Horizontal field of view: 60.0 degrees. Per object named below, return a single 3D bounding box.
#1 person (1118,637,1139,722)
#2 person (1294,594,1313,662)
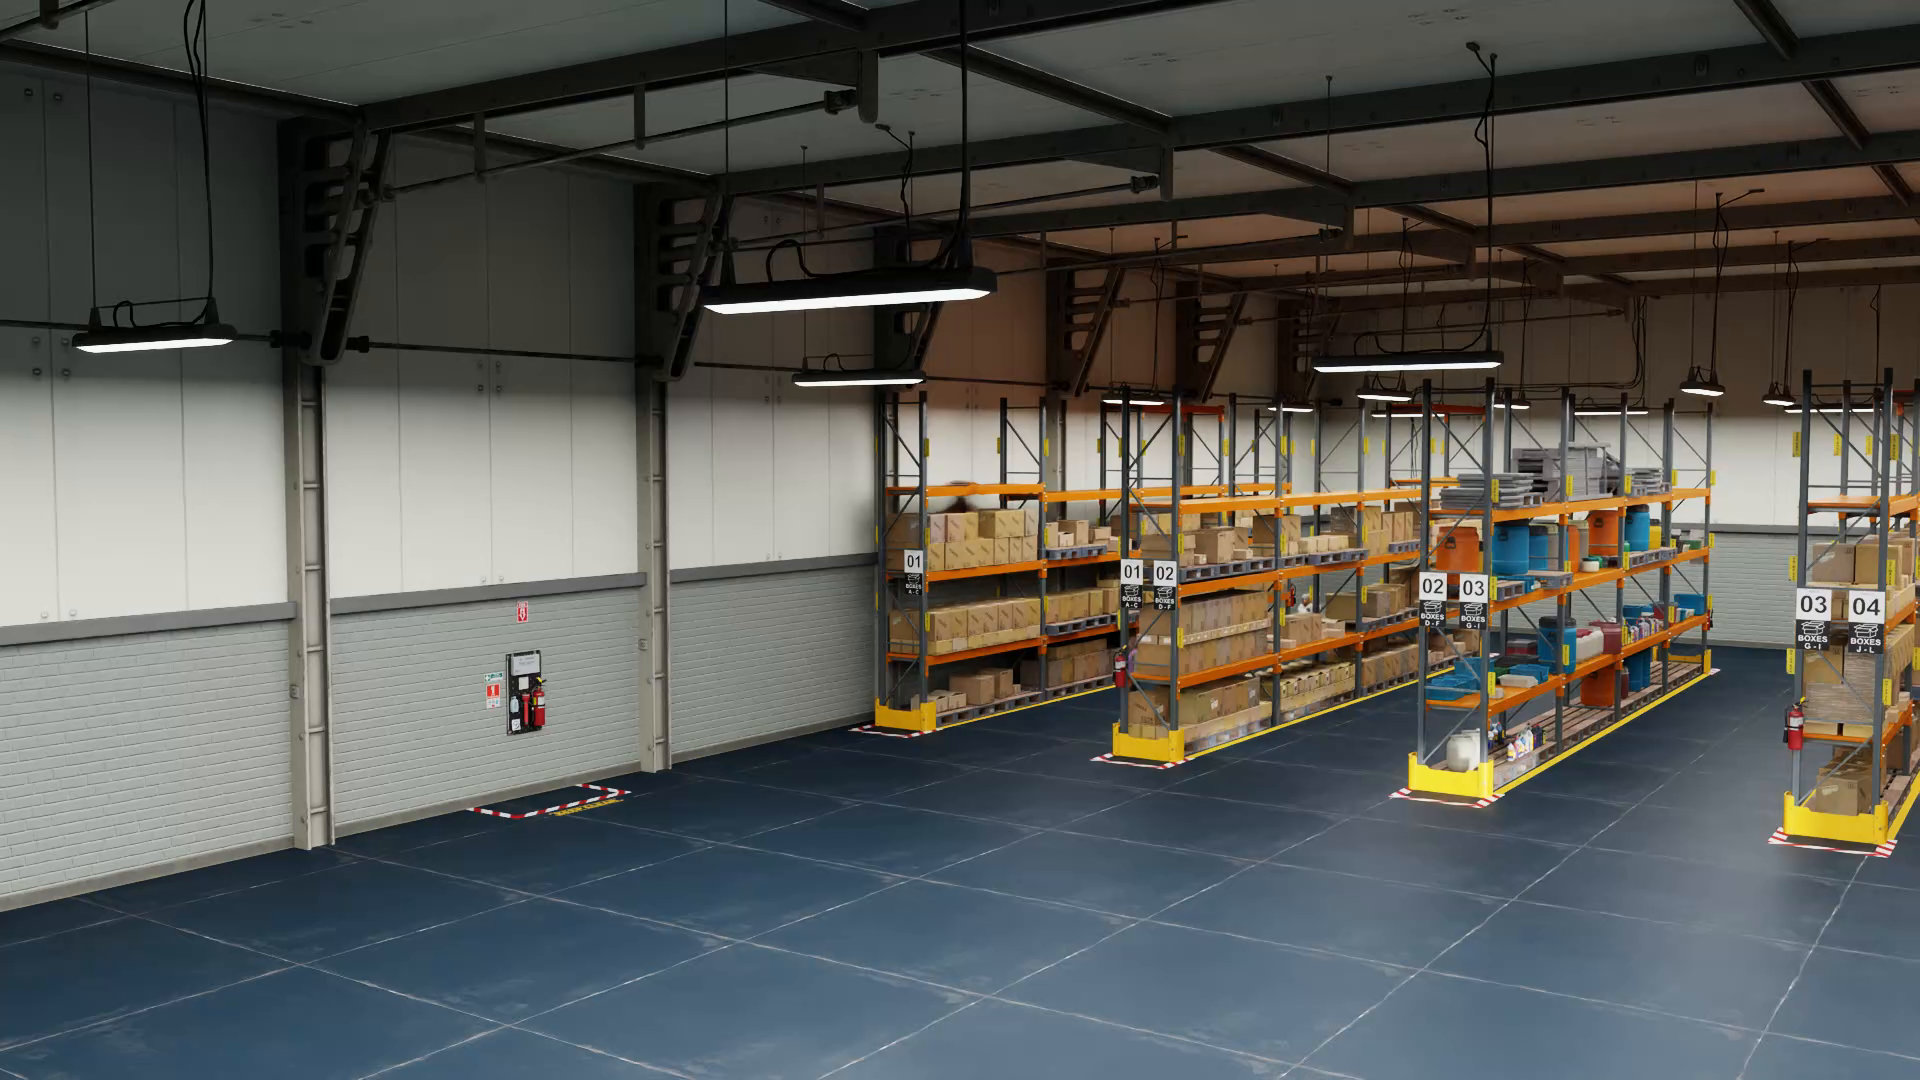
[{"bbox_3d":[3.096,2.535,30.315,0.418,1.537,0.703,2,4,27],"label":"person"},{"bbox_3d":[7.914,2.047,38.054,0.624,1.612,1.028,2,4,34],"label":"person"}]
